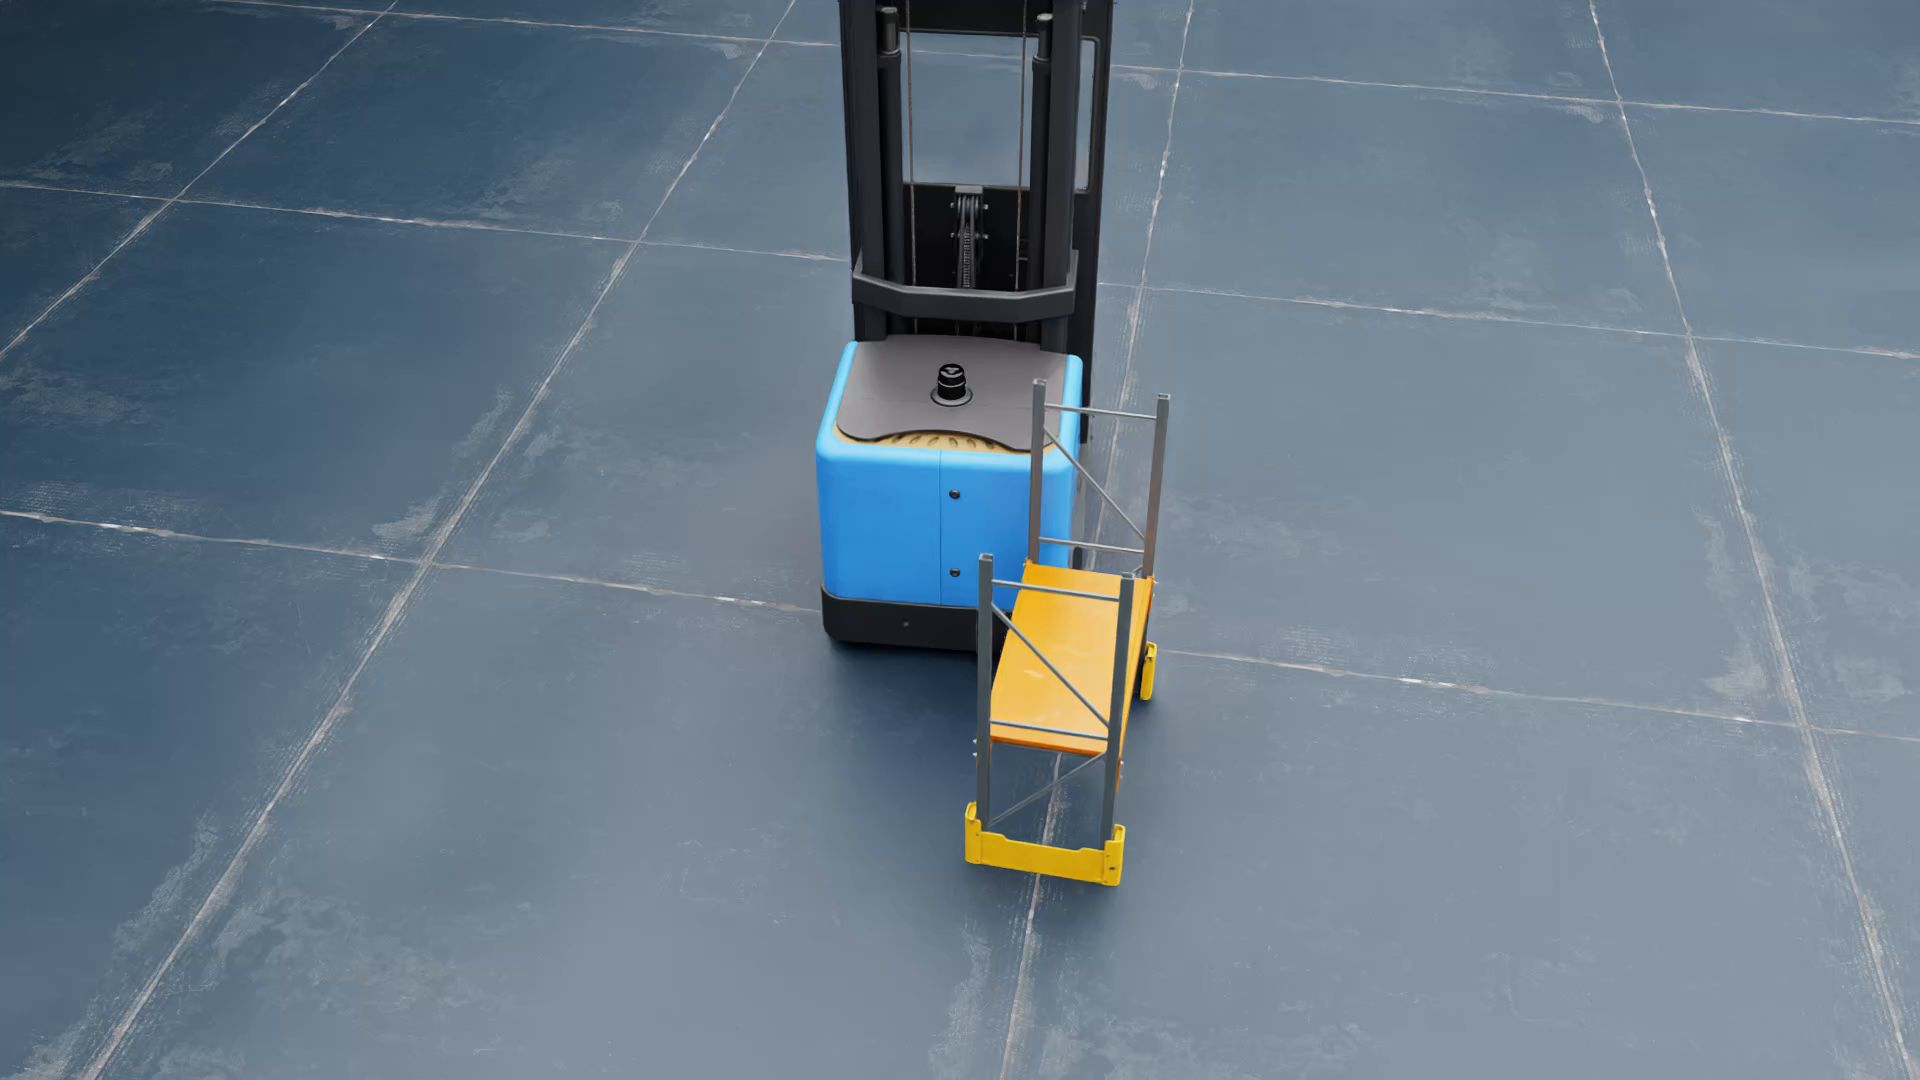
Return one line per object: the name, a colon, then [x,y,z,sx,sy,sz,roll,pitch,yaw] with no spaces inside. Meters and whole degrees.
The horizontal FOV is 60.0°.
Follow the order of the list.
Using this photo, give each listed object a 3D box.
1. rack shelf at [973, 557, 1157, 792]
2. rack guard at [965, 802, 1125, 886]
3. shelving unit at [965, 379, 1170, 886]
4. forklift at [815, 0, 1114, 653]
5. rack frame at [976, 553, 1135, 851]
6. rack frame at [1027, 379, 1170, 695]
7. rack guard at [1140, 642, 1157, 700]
rack shelf: [0.412,0.483,6.271,0.538,0.185,1.000,8,40,9]
rack guard: [0.312,1.131,6.185,0.587,0.250,0.087,8,40,9]
shelving unit: [0.414,0.339,6.163,0.587,1.500,1.083,8,40,9]
forklift: [0.093,-1.570,7.349,1.130,2.935,3.031,4,40,5]
rack frame: [0.308,0.662,5.772,0.500,1.500,0.032,8,40,9]
rack frame: [0.516,0.028,6.539,0.500,1.500,0.032,8,40,9]
rack guard: [0.516,0.510,6.937,0.587,0.250,0.087,8,40,9]
